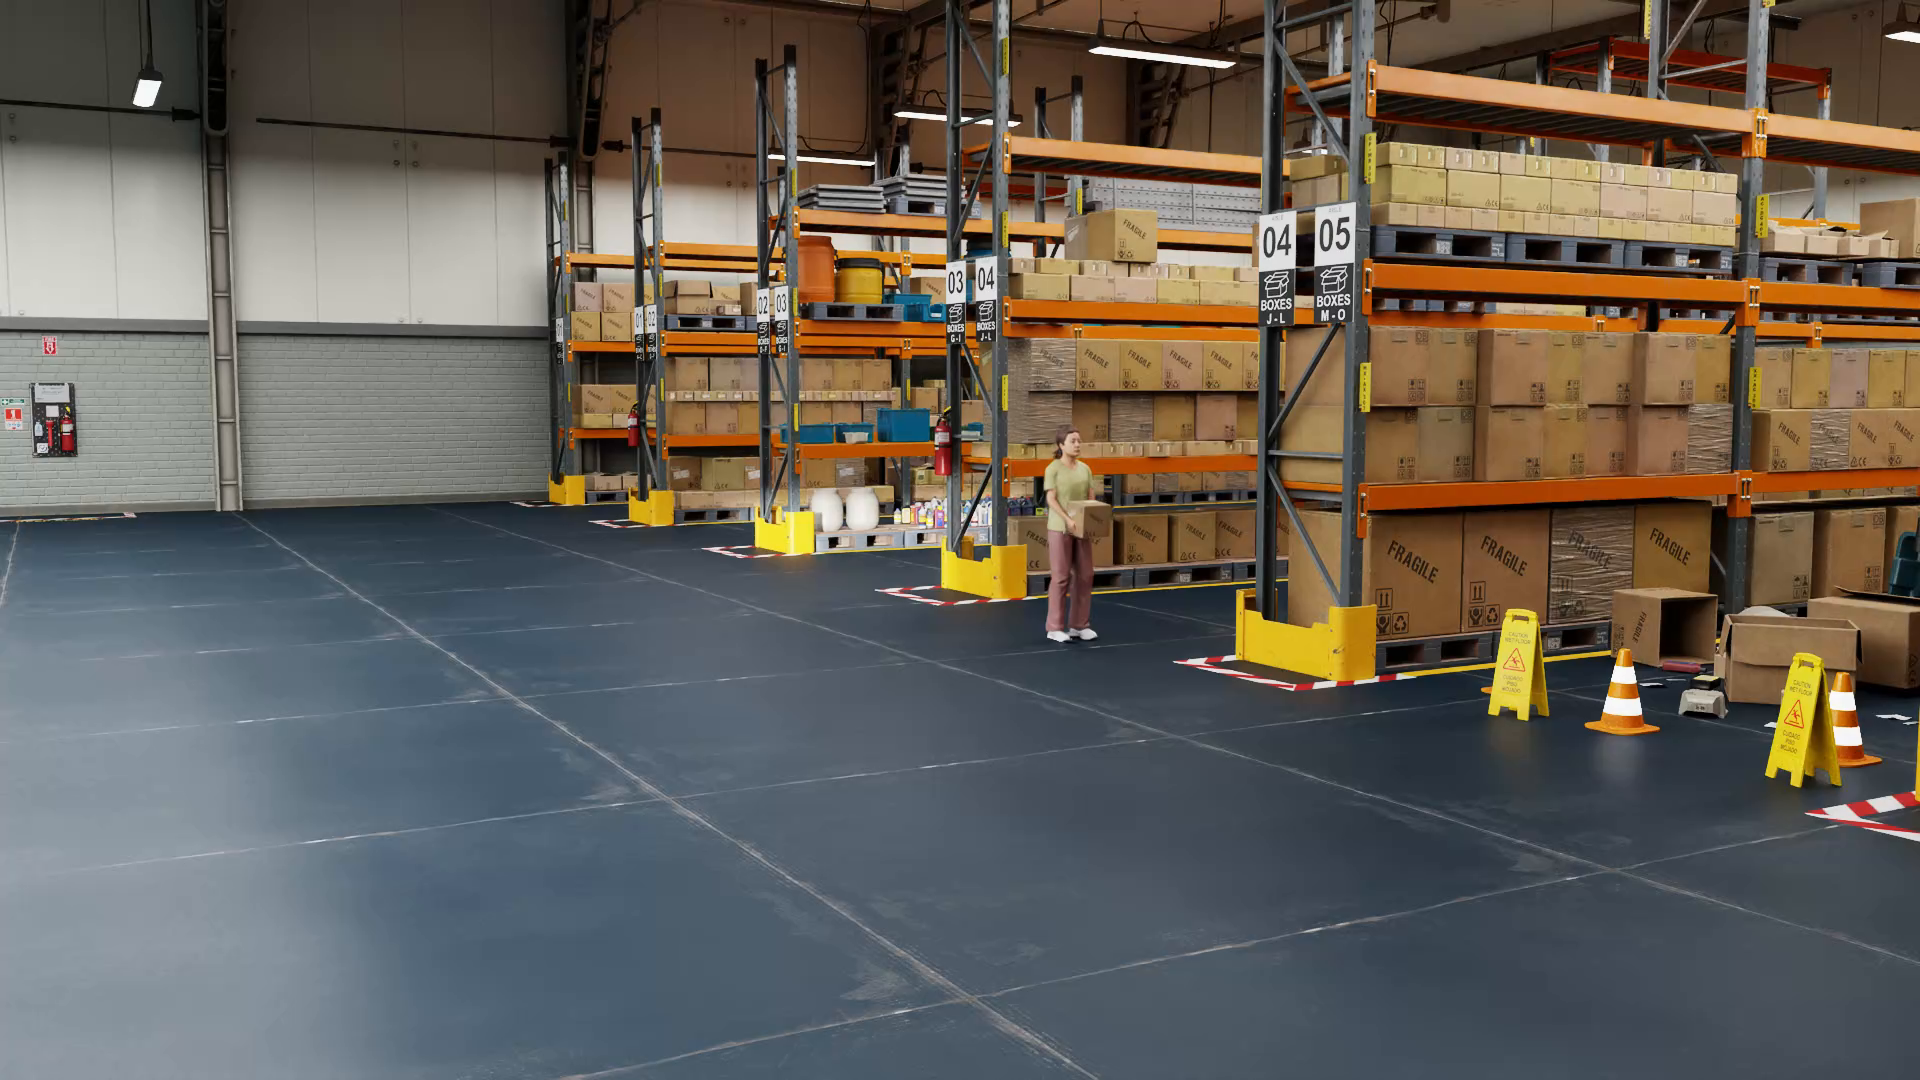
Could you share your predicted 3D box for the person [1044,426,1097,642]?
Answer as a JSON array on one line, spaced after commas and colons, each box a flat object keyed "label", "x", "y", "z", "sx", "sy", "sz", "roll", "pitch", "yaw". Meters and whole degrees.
[{"label": "person", "x": 0.894, "y": -0.049, "z": 13.012, "sx": 0.456, "sy": 1.673, "sz": 0.511, "roll": -3, "pitch": 6, "yaw": -29}]
